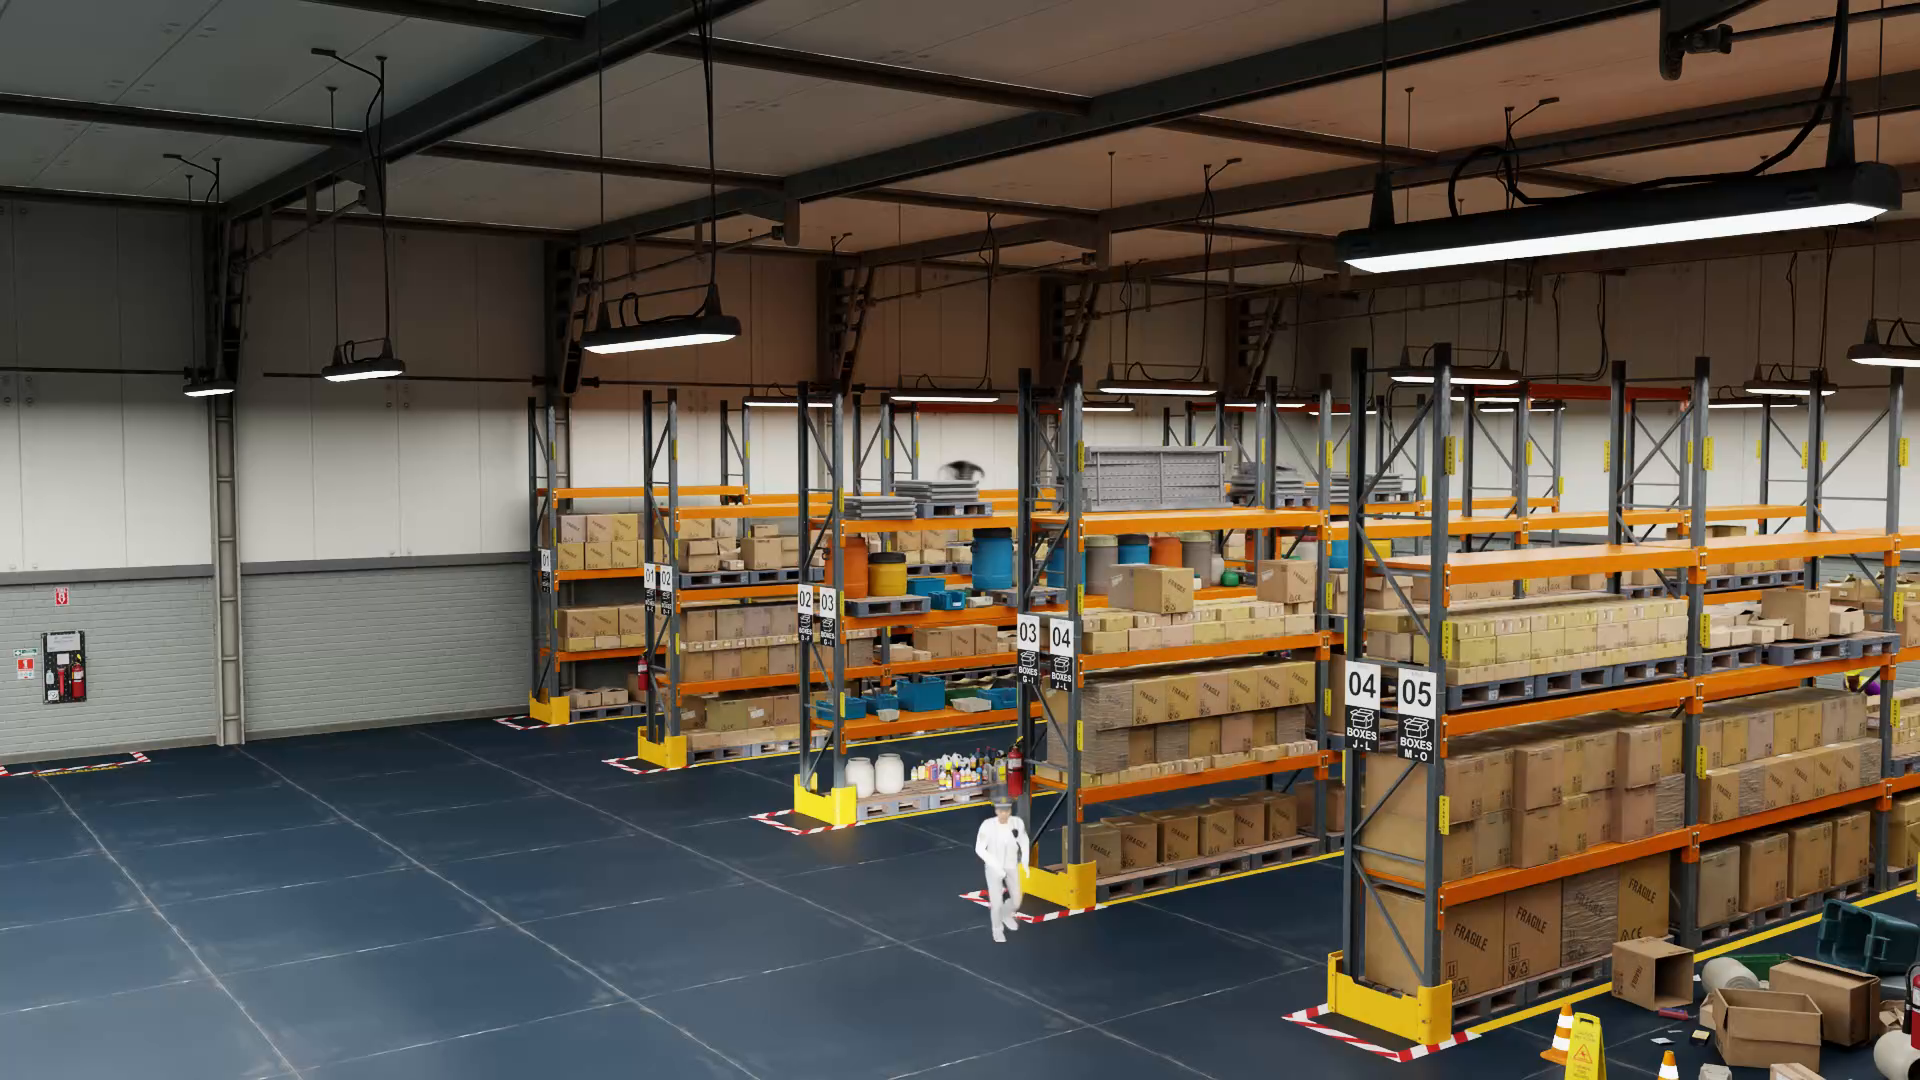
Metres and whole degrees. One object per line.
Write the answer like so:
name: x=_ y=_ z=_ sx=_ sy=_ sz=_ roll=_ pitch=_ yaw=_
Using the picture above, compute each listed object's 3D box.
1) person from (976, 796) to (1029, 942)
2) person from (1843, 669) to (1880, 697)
person: x=0.425 y=3.363 z=17.154 sx=0.586 sy=1.576 sz=0.730 roll=-1 pitch=3 yaw=-13
person: x=14.789 y=2.790 z=27.135 sx=1.080 sy=1.567 sz=0.703 roll=-2 pitch=4 yaw=-30
